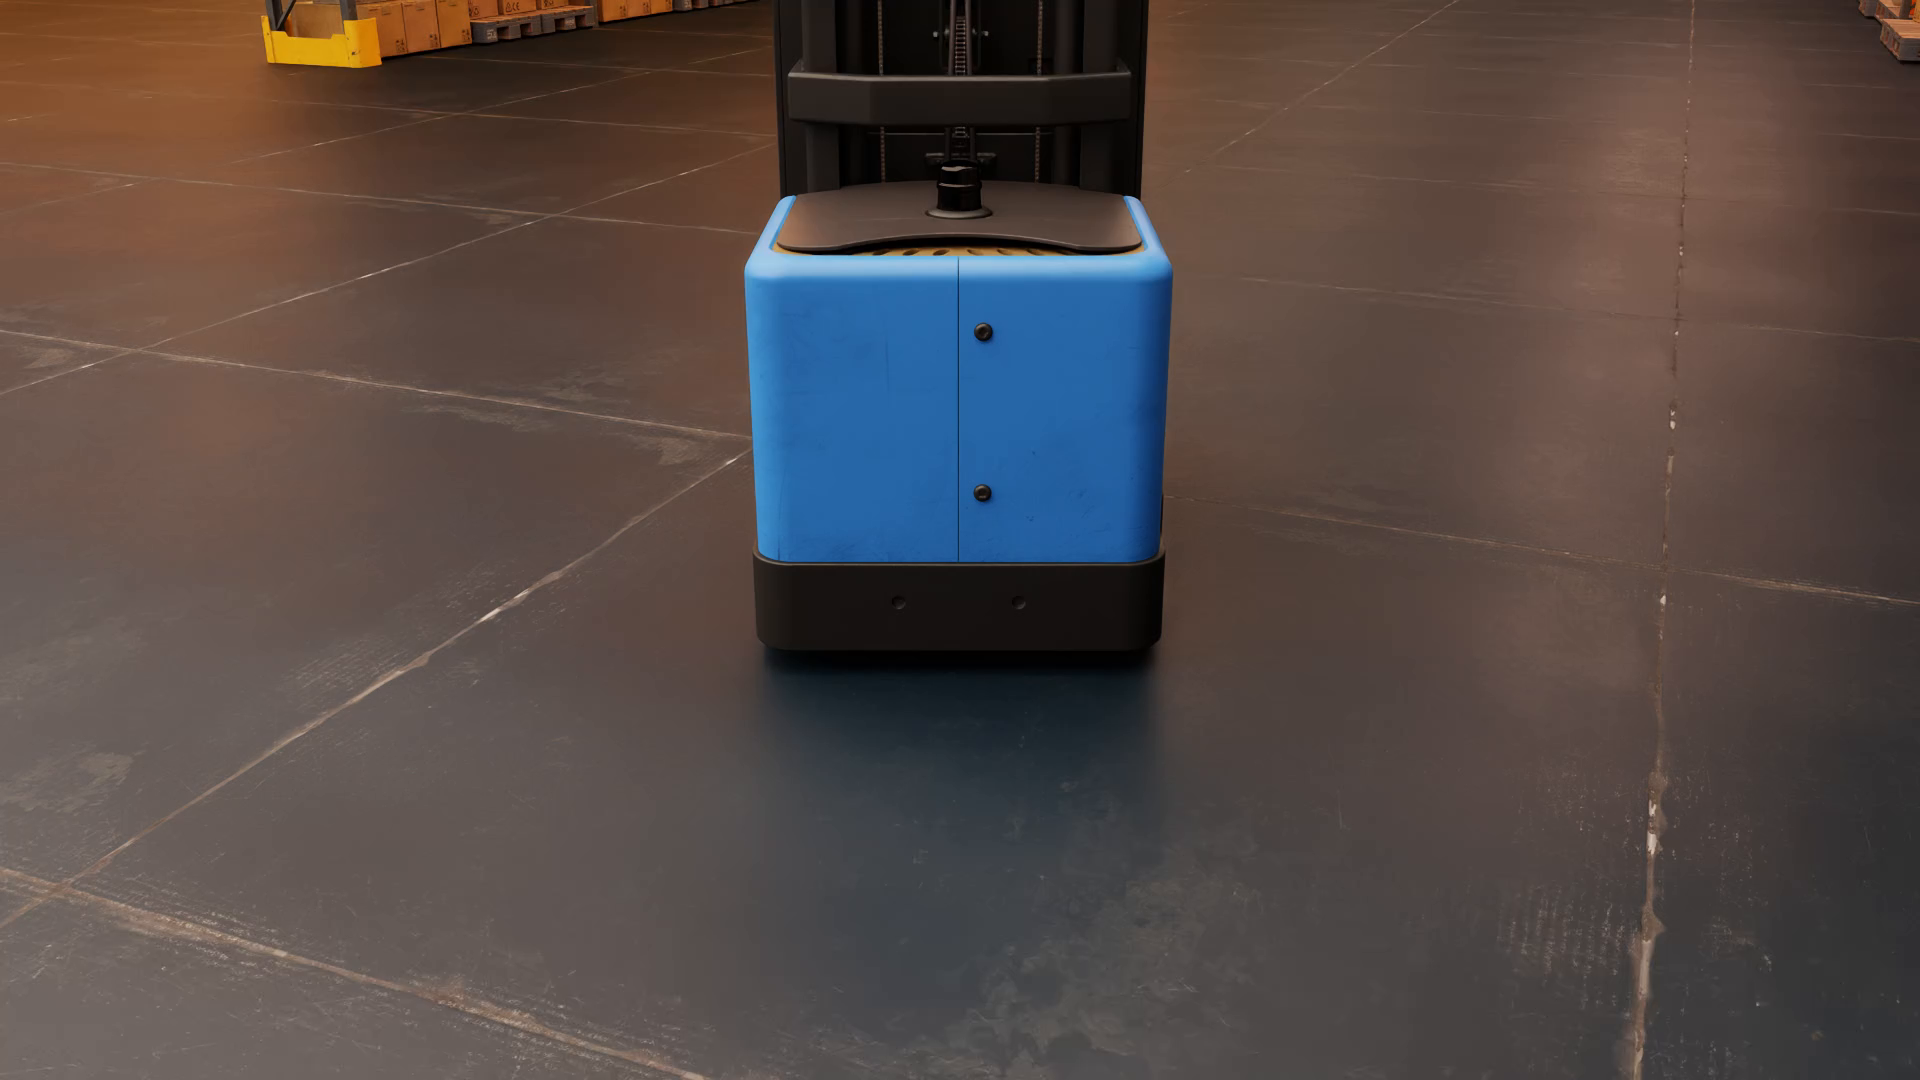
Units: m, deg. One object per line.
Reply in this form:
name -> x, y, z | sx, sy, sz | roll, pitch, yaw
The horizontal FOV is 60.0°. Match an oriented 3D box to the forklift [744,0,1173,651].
forklift -> 0.002, -1.587, 5.089 | 1.130, 2.935, 3.031 | 0, 23, 0
